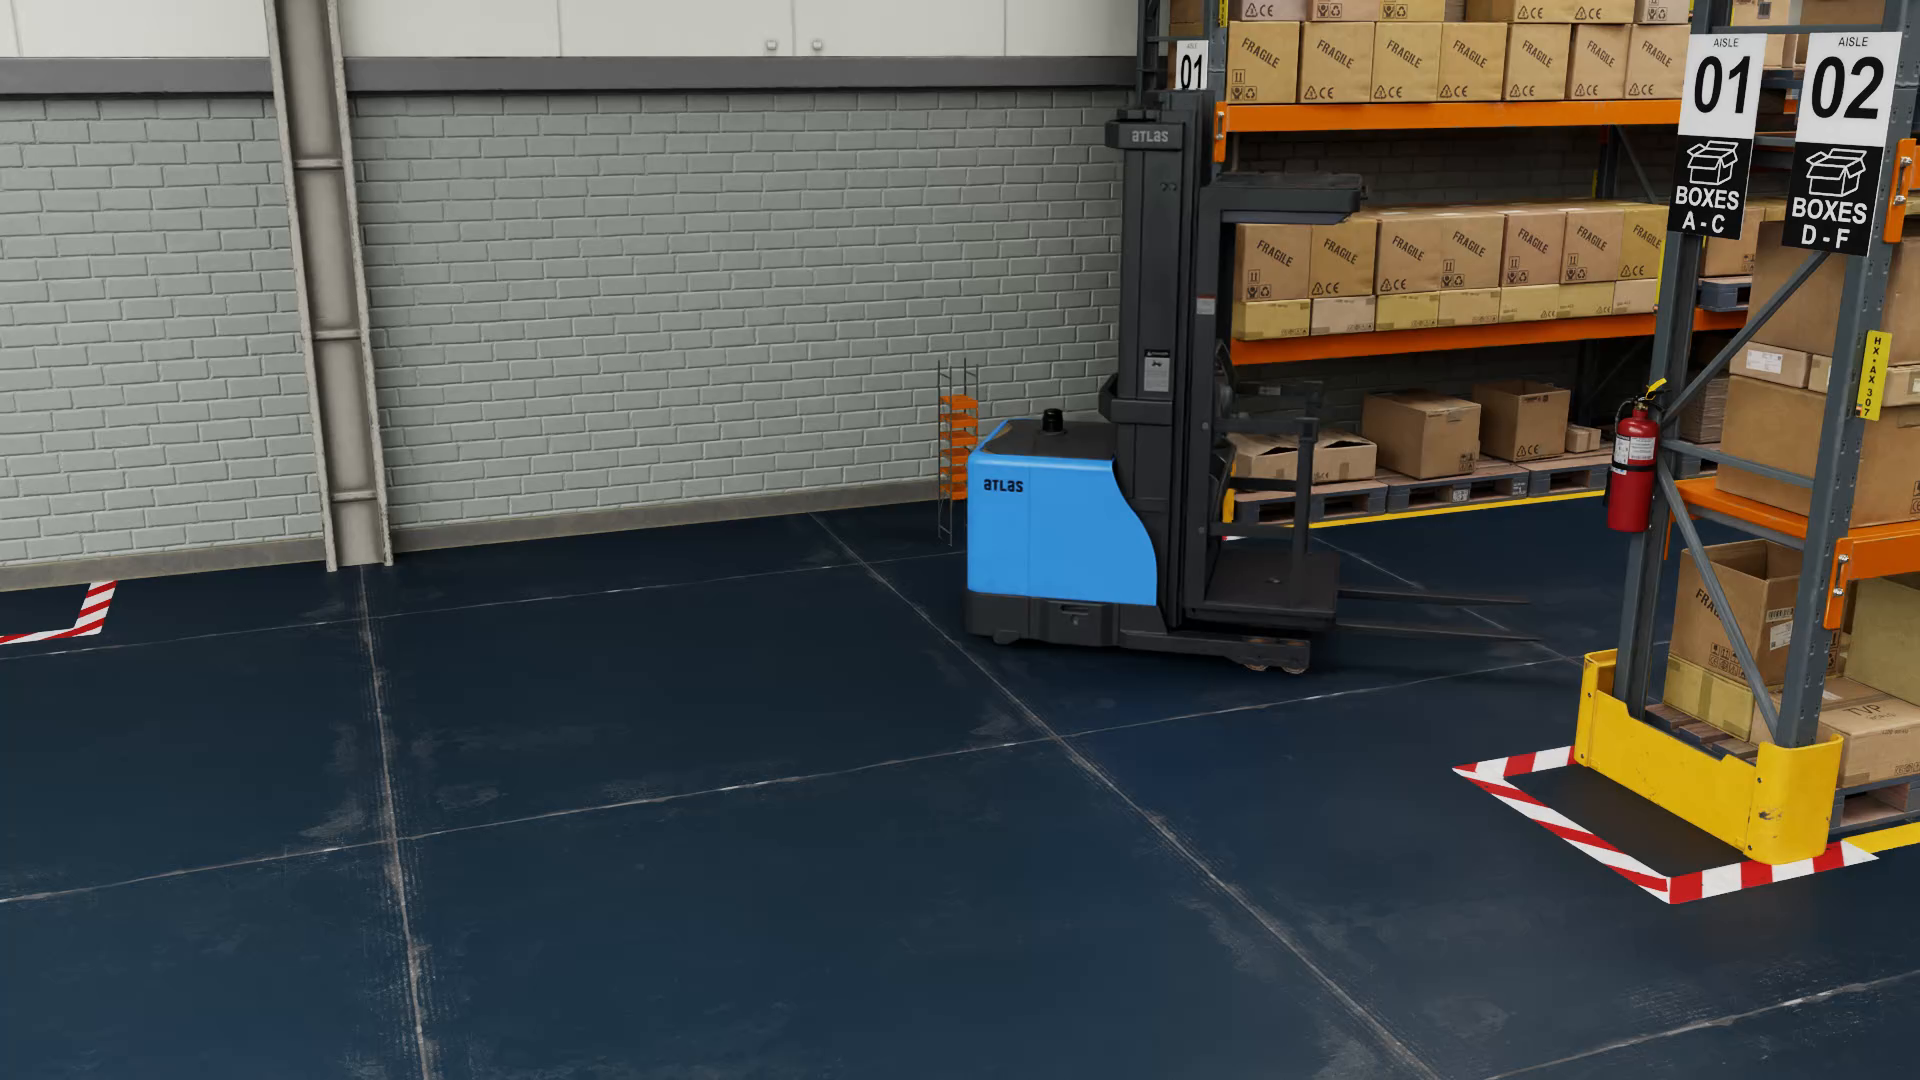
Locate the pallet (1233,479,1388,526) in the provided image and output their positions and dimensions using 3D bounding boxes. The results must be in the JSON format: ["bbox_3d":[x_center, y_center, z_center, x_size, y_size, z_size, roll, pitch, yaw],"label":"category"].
[{"bbox_3d":[2.267,-0.350,11.915,1.213,0.211,1.003,-6,17,-20],"label":"pallet"}]

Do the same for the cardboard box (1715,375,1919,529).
[{"bbox_3d":[3.642,-0.396,6.946,0.500,0.500,0.700,-6,17,-20],"label":"cardboard box"}]

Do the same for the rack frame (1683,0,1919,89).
[{"bbox_3d":[3.201,-3.183,5.966,0.127,3.000,1.000,-6,17,-20],"label":"rack frame"}]

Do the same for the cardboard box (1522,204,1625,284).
[{"bbox_3d":[4.365,-2.127,11.919,0.500,0.500,0.500,-6,17,-20],"label":"cardboard box"}]

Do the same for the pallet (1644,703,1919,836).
[{"bbox_3d":[3.900,0.945,7.505,1.213,0.211,1.003,-6,17,-20],"label":"pallet"}]

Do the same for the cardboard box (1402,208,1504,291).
[{"bbox_3d":[3.406,-2.027,11.576,0.500,0.500,0.500,-6,17,-18],"label":"cardboard box"}]

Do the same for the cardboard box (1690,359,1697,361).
[{"bbox_3d":[6.306,-1.166,13.402,0.500,0.500,0.700,-7,18,-21],"label":"cardboard box"}]

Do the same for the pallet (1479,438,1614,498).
[{"bbox_3d":[4.546,-0.596,12.753,1.213,0.211,1.003,-6,17,-20],"label":"pallet"}]

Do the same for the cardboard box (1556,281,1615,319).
[{"bbox_3d":[4.358,-1.773,12.043,0.500,0.250,0.500,-6,17,-20],"label":"cardboard box"}]

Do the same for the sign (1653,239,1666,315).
[{"bbox_3d":[3.020,-1.118,7.106,0.005,0.325,0.100,-6,17,-20],"label":"sign"}]

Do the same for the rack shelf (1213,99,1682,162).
[{"bbox_3d":[3.293,-2.903,11.614,4.000,0.370,1.077,-6,17,-20],"label":"rack shelf"}]

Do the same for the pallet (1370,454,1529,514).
[{"bbox_3d":[3.405,-0.472,12.330,1.213,0.211,1.003,-6,17,-20],"label":"pallet"}]

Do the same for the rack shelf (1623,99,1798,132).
[{"bbox_3d":[7.028,-3.307,12.987,4.000,0.370,1.077,-6,17,-20],"label":"rack shelf"}]

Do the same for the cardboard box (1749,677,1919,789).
[{"bbox_3d":[3.782,0.818,7.125,0.500,0.250,0.500,-6,17,-20],"label":"cardboard box"}]

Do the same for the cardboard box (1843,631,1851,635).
[{"bbox_3d":[4.525,0.577,7.945,0.500,0.250,0.500,-6,17,-20],"label":"cardboard box"}]

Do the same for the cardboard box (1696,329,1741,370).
[{"bbox_3d":[6.252,-1.506,13.228,0.500,0.250,0.500,-7,18,-21],"label":"cardboard box"}]

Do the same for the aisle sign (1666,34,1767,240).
[{"bbox_3d":[3.035,-1.623,6.686,0.004,0.787,0.394,-6,17,-20],"label":"aisle sign"}]

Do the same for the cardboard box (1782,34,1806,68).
[{"bbox_3d":[6.274,-3.705,12.480,0.500,0.311,0.500,-6,17,-18],"label":"cardboard box"}]

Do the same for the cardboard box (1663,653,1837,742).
[{"bbox_3d":[3.596,0.681,7.589,0.500,0.250,0.500,-6,17,-20],"label":"cardboard box"}]

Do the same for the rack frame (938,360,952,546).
[{"bbox_3d":[-0.099,-0.565,10.893,0.006,1.200,0.240,-6,17,-20],"label":"rack frame"}]

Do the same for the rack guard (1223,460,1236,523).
[{"bbox_3d":[1.496,-0.416,11.627,0.348,0.500,1.175,-6,17,-20],"label":"rack guard"}]

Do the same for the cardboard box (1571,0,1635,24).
[{"bbox_3d":[4.279,-3.807,11.428,0.500,0.500,0.500,-5,17,-17],"label":"cardboard box"}]

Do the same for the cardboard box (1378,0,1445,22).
[{"bbox_3d":[2.833,-3.651,10.896,0.500,0.500,0.500,-6,17,-19],"label":"cardboard box"}]

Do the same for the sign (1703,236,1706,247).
[{"bbox_3d":[5.362,-2.284,12.017,0.005,0.325,0.100,-6,17,-20],"label":"sign"}]

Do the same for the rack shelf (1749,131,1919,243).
[{"bbox_3d":[5.069,-1.600,7.177,4.000,0.370,1.077,-6,17,-20],"label":"rack shelf"}]

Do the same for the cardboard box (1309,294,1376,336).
[{"bbox_3d":[2.474,-1.567,11.341,0.500,0.250,0.500,-7,18,-22],"label":"cardboard box"}]

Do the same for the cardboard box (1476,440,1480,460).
[{"bbox_3d":[3.660,-0.698,12.431,0.250,0.149,0.380,-8,18,-25],"label":"cardboard box"}]

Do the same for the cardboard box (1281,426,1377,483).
[{"bbox_3d":[2.636,-0.632,11.918,0.500,0.311,0.500,-5,17,-15],"label":"cardboard box"}]

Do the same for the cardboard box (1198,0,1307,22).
[{"bbox_3d":[1.872,-3.559,10.583,0.500,0.500,0.500,-8,18,-24],"label":"cardboard box"}]

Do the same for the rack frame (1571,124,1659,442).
[{"bbox_3d":[5.160,-2.011,12.622,0.127,3.000,1.000,-6,17,-20],"label":"rack frame"}]

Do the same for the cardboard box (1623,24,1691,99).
[{"bbox_3d":[4.775,-3.391,11.787,0.500,0.500,0.500,-6,17,-19],"label":"cardboard box"}]

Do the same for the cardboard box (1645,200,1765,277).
[{"bbox_3d":[5.648,-2.312,12.690,0.500,0.500,0.700,-6,17,-20],"label":"cardboard box"}]

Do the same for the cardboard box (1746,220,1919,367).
[{"bbox_3d":[3.691,-1.024,6.782,0.500,0.500,0.700,-6,17,-20],"label":"cardboard box"}]

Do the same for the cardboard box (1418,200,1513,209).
[{"bbox_3d":[3.695,-2.216,12.220,0.500,0.500,0.500,-6,17,-19],"label":"cardboard box"}]

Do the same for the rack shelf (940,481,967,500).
[{"bbox_3d":[-0.014,-0.301,11.004,0.180,0.103,0.258,-6,17,-20],"label":"rack shelf"}]

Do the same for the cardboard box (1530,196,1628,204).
[{"bbox_3d":[4.647,-2.316,12.560,0.500,0.500,0.500,-7,18,-21],"label":"cardboard box"}]

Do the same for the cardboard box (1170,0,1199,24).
[{"bbox_3d":[1.734,-3.696,11.051,0.500,0.500,0.500,-5,17,-18],"label":"cardboard box"}]

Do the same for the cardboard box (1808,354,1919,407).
[{"bbox_3d":[3.645,-0.647,6.648,0.250,0.149,0.380,-6,18,-20],"label":"cardboard box"}]

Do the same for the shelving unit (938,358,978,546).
[{"bbox_3d":[-0.014,-0.574,10.924,0.189,1.200,0.258,-6,17,-20],"label":"shelving unit"}]

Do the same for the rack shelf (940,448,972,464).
[{"bbox_3d":[-0.014,-0.532,10.937,0.180,0.103,0.258,-6,17,-20],"label":"rack shelf"}]

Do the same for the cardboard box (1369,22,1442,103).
[{"bbox_3d":[2.825,-3.170,11.034,0.500,0.500,0.500,-5,17,-18],"label":"cardboard box"}]

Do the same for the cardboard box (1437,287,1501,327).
[{"bbox_3d":[3.425,-1.667,11.682,0.500,0.250,0.500,-6,17,-20],"label":"cardboard box"}]

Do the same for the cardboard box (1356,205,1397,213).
[{"bbox_3d":[2.744,-2.110,11.859,0.500,0.500,0.500,-7,18,-22],"label":"cardboard box"}]

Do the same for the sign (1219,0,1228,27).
[{"bbox_3d":[1.619,-3.323,10.217,0.005,0.325,0.100,-6,17,-20],"label":"sign"}]

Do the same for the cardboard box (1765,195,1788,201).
[{"bbox_3d":[6.776,-2.441,13.130,0.500,0.500,0.700,-4,17,-12],"label":"cardboard box"}]

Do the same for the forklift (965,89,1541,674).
[{"bbox_3d":[1.599,-0.870,8.860,3.031,2.935,1.130,4,17,13],"label":"forklift"}]

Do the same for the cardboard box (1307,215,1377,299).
[{"bbox_3d":[2.444,-1.921,11.217,0.500,0.500,0.500,-6,17,-20],"label":"cardboard box"}]

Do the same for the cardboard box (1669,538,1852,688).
[{"bbox_3d":[3.595,0.321,7.485,0.500,0.500,0.500,-6,17,-20],"label":"cardboard box"}]

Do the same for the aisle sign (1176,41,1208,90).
[{"bbox_3d":[1.465,-2.769,10.589,0.004,0.787,0.394,-6,17,-20],"label":"aisle sign"}]

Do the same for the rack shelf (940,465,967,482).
[{"bbox_3d":[-0.014,-0.416,10.971,0.180,0.103,0.258,-6,17,-20],"label":"rack shelf"}]

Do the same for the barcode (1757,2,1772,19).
[{"bbox_3d":[3.310,-2.180,6.843,0.075,0.075,0.001,-6,17,-20],"label":"barcode"}]

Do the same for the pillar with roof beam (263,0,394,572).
[{"bbox_3d":[-2.293,-3.047,5.502,0.400,9.000,9.100,-6,17,-20],"label":"pillar with roof beam"}]

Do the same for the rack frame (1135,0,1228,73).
[{"bbox_3d":[1.425,-4.486,10.403,0.127,3.000,1.000,-6,17,-20],"label":"rack frame"}]

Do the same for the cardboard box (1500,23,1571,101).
[{"bbox_3d":[3.796,-3.278,11.401,0.500,0.500,0.500,-7,18,-22],"label":"cardboard box"}]

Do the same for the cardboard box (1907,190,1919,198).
[{"bbox_3d":[7.948,-2.560,13.533,0.500,0.500,0.700,-8,18,-25],"label":"cardboard box"}]

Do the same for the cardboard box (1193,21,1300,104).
[{"bbox_3d":[1.827,-3.072,10.700,0.500,0.500,0.500,-6,17,-19],"label":"cardboard box"}]

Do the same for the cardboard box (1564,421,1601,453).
[{"bbox_3d":[4.671,-0.801,12.749,0.250,0.166,0.380,-9,18,-27],"label":"cardboard box"}]
